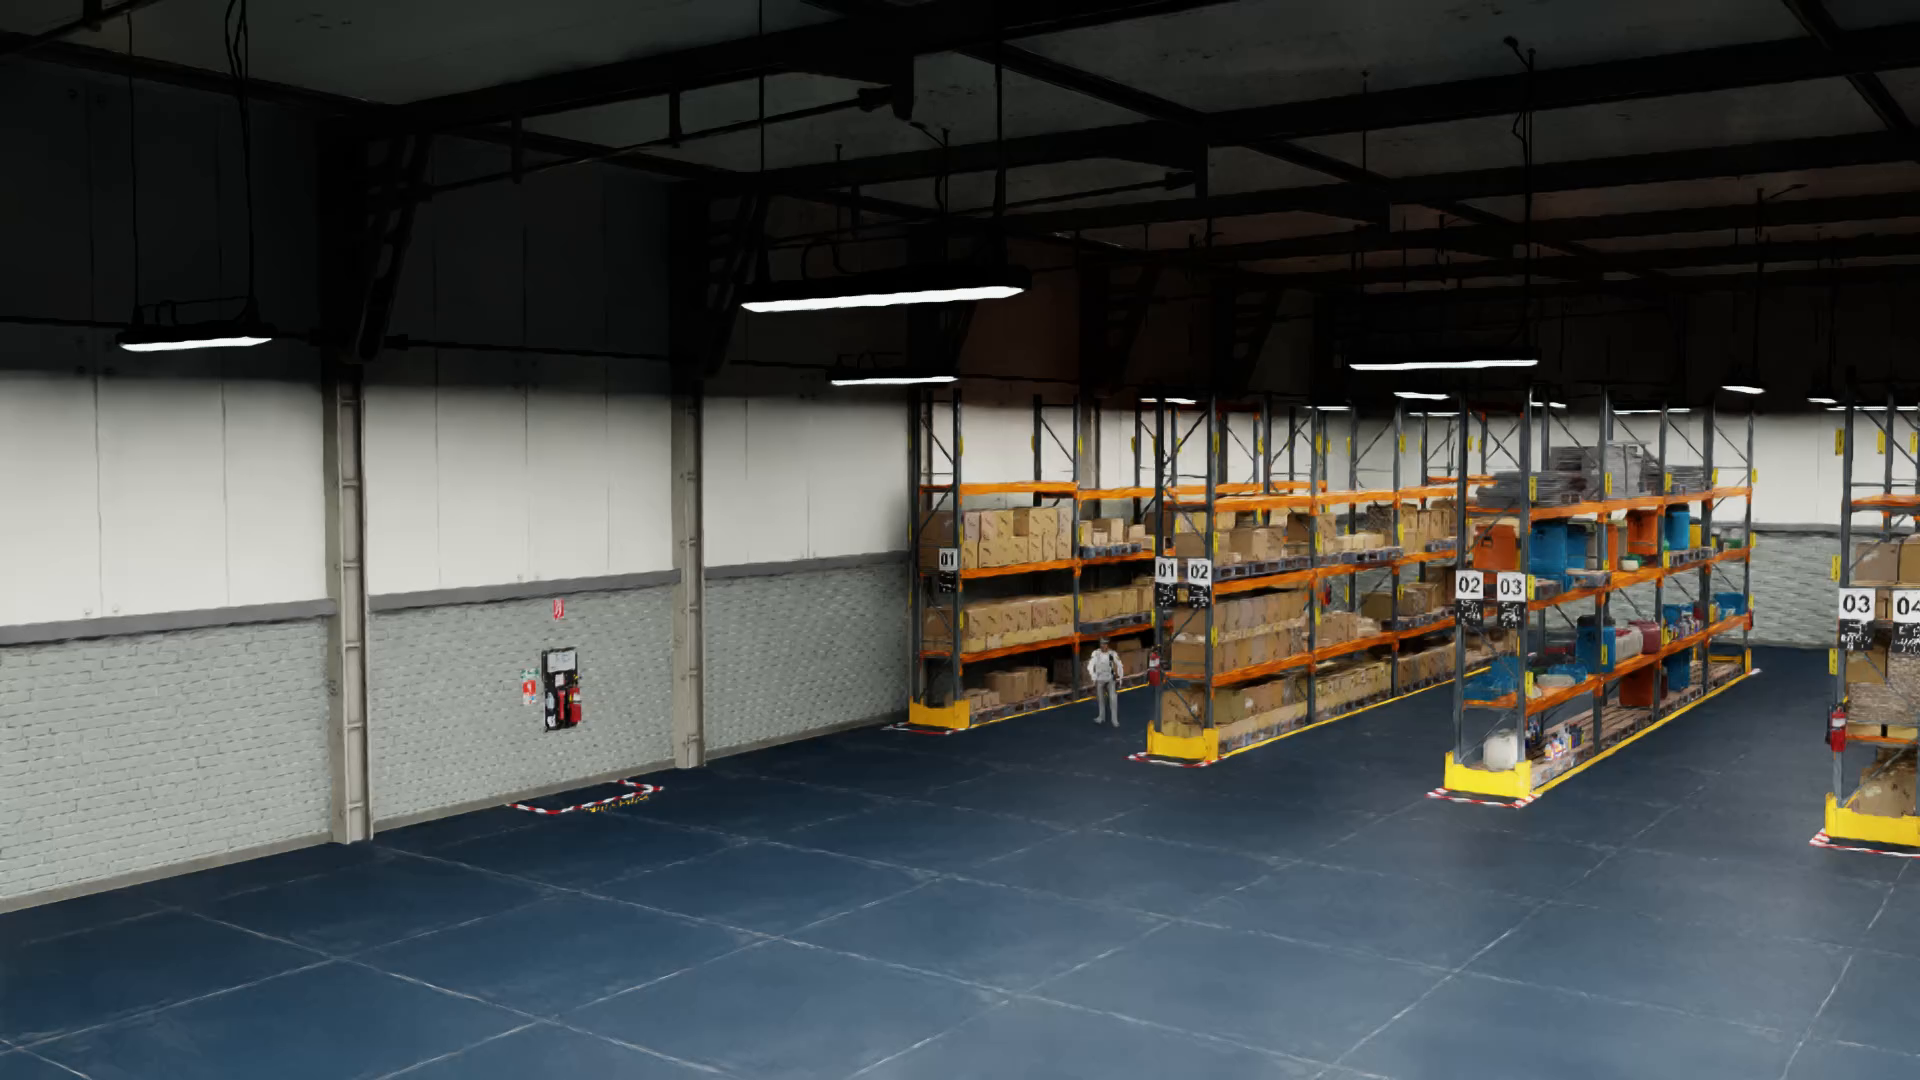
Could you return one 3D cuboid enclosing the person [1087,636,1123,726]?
[{"bbox_3d":[2.619,2.495,29.738,0.643,1.612,0.794,1,3,18],"label":"person"}]
